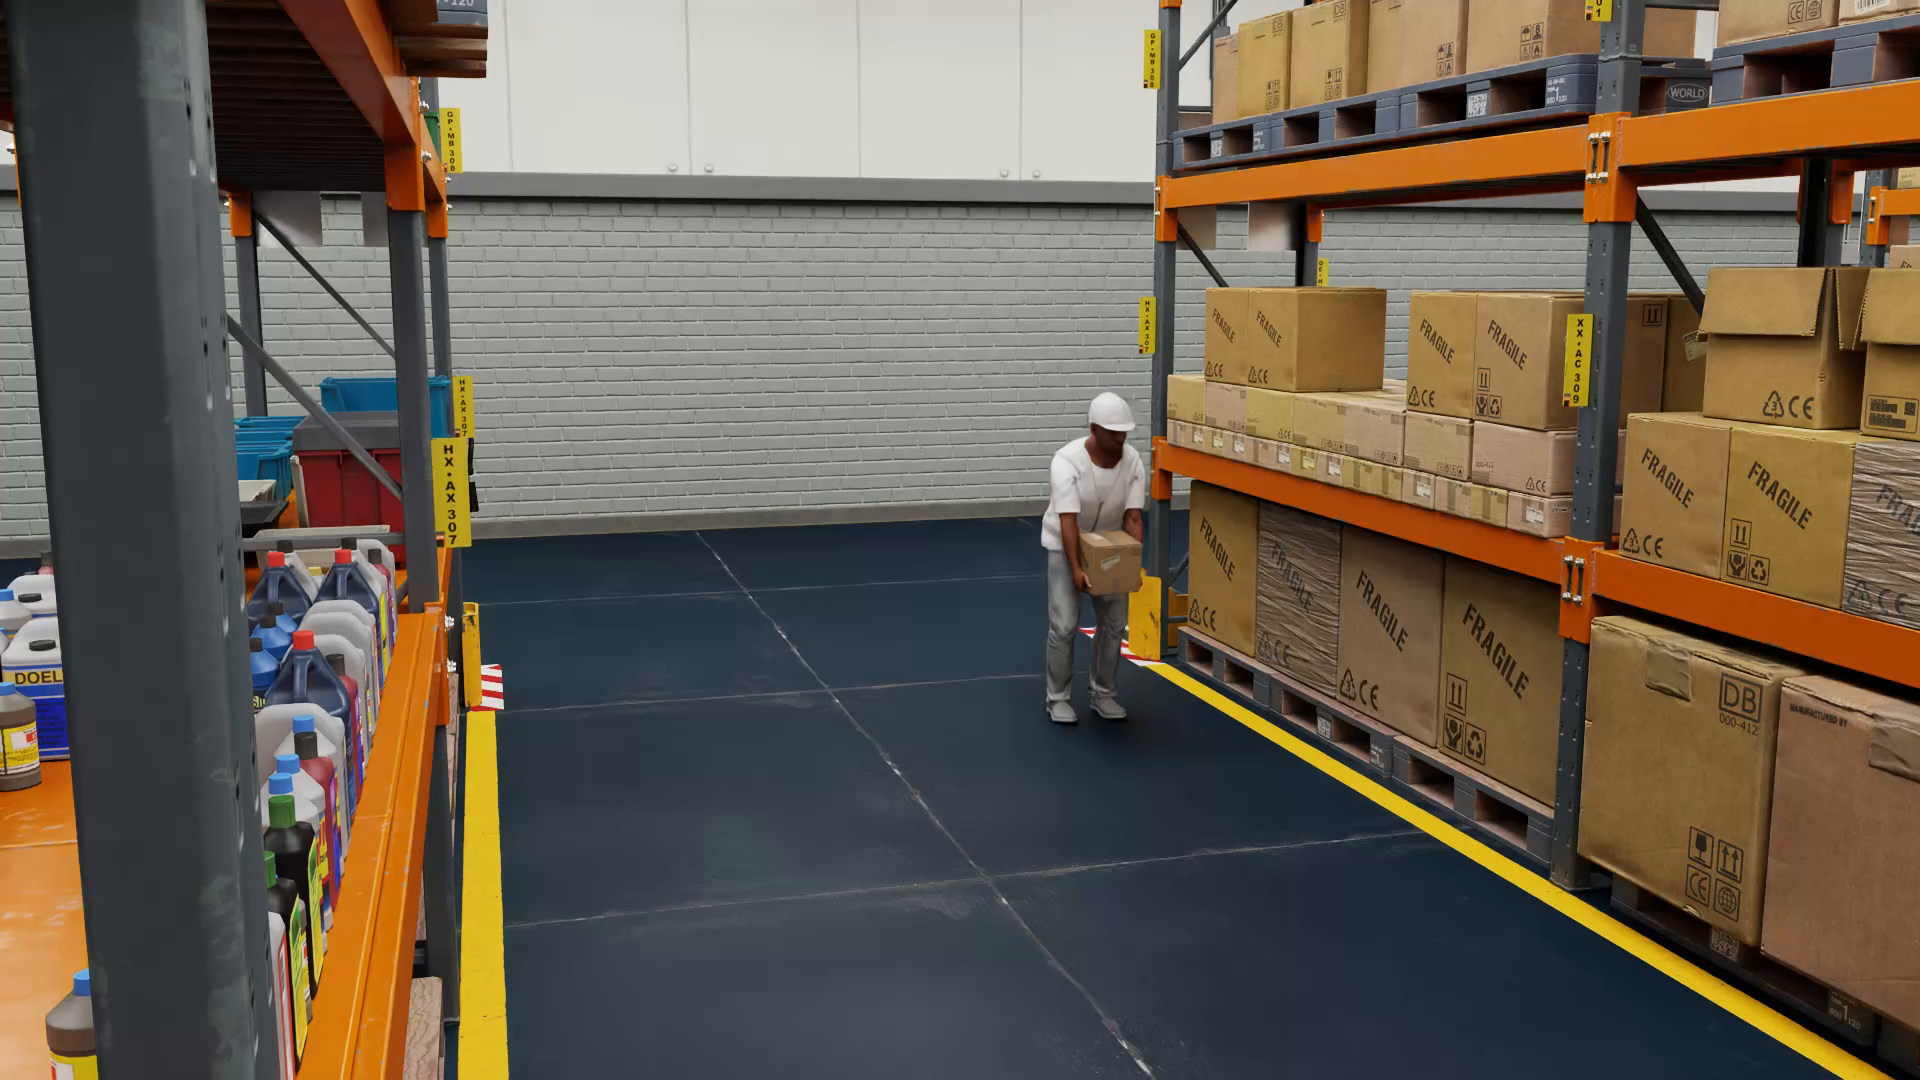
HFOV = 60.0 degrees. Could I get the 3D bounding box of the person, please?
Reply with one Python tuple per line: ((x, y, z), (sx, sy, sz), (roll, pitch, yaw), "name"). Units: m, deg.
((0.690, 0.092, 8.441), (0.495, 1.697, 0.625), (-3, 10, -17), "person")
